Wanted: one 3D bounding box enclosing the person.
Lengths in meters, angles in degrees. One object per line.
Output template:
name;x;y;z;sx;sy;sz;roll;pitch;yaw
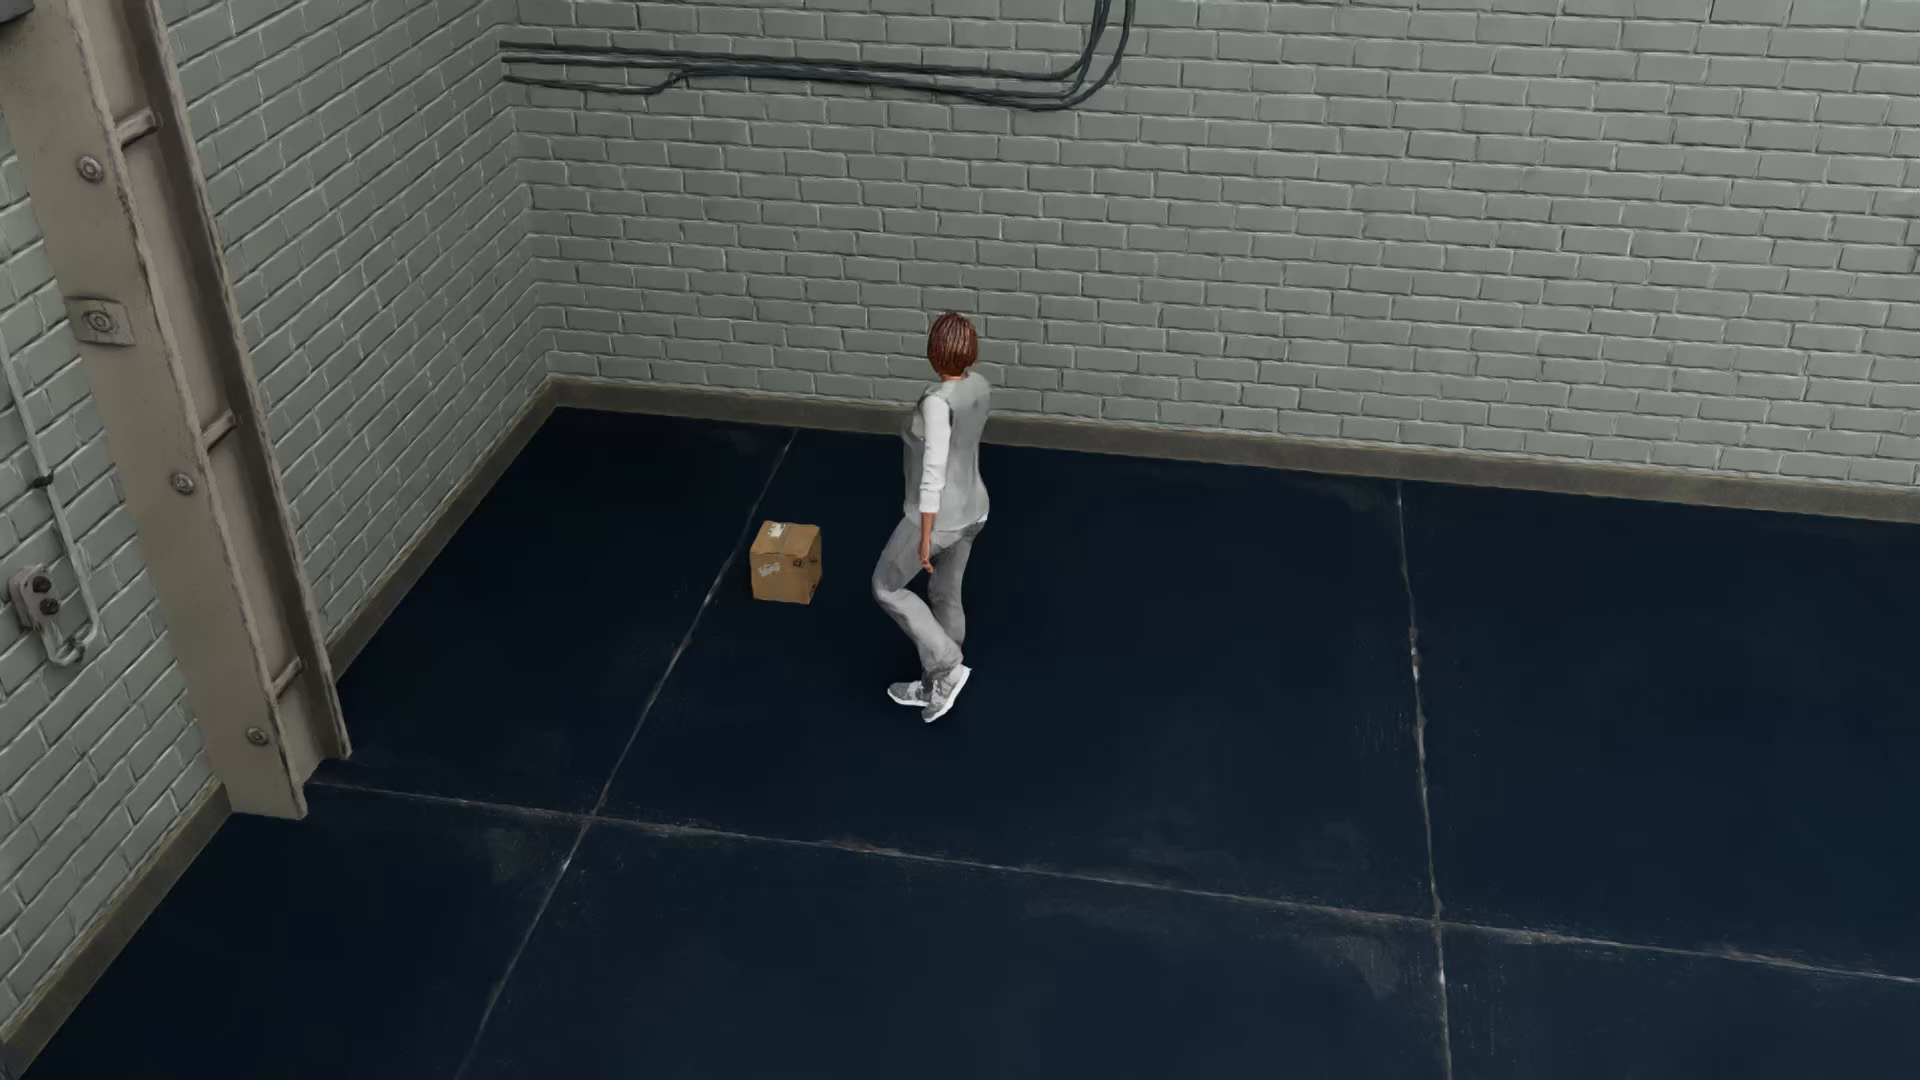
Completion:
person;-0.078;-0.055;6.230;0.449;1.557;0.612;17;36;24
